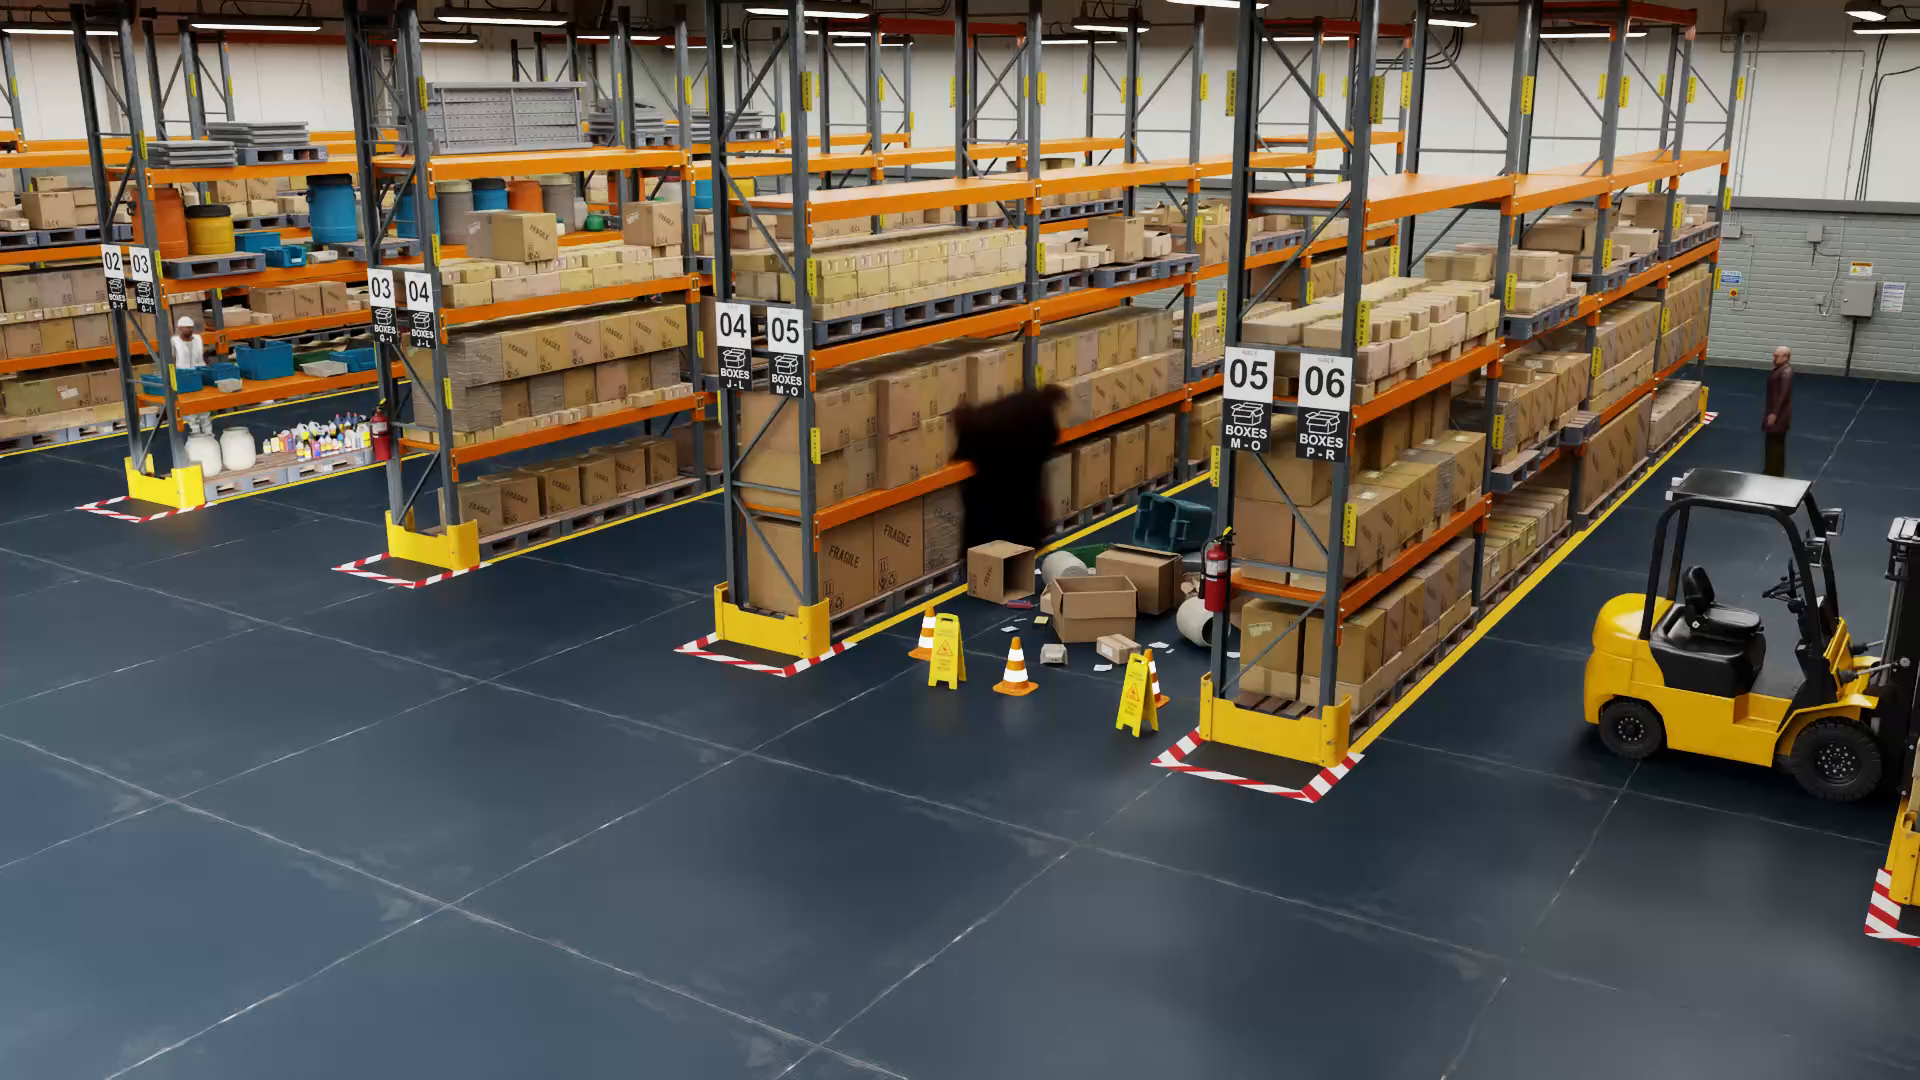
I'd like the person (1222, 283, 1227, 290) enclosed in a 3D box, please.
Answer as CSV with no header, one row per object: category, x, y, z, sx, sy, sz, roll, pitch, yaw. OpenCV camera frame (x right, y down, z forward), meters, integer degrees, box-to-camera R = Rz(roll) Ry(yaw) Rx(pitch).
person,5.066,-4.184,30.939,0.559,1.741,0.975,9,18,29

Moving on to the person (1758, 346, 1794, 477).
person,10.695,-1.647,21.780,0.386,1.784,0.605,10,18,31

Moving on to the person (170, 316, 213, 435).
person,-11.401,-2.406,24.588,0.571,1.782,0.600,-6,17,-20
